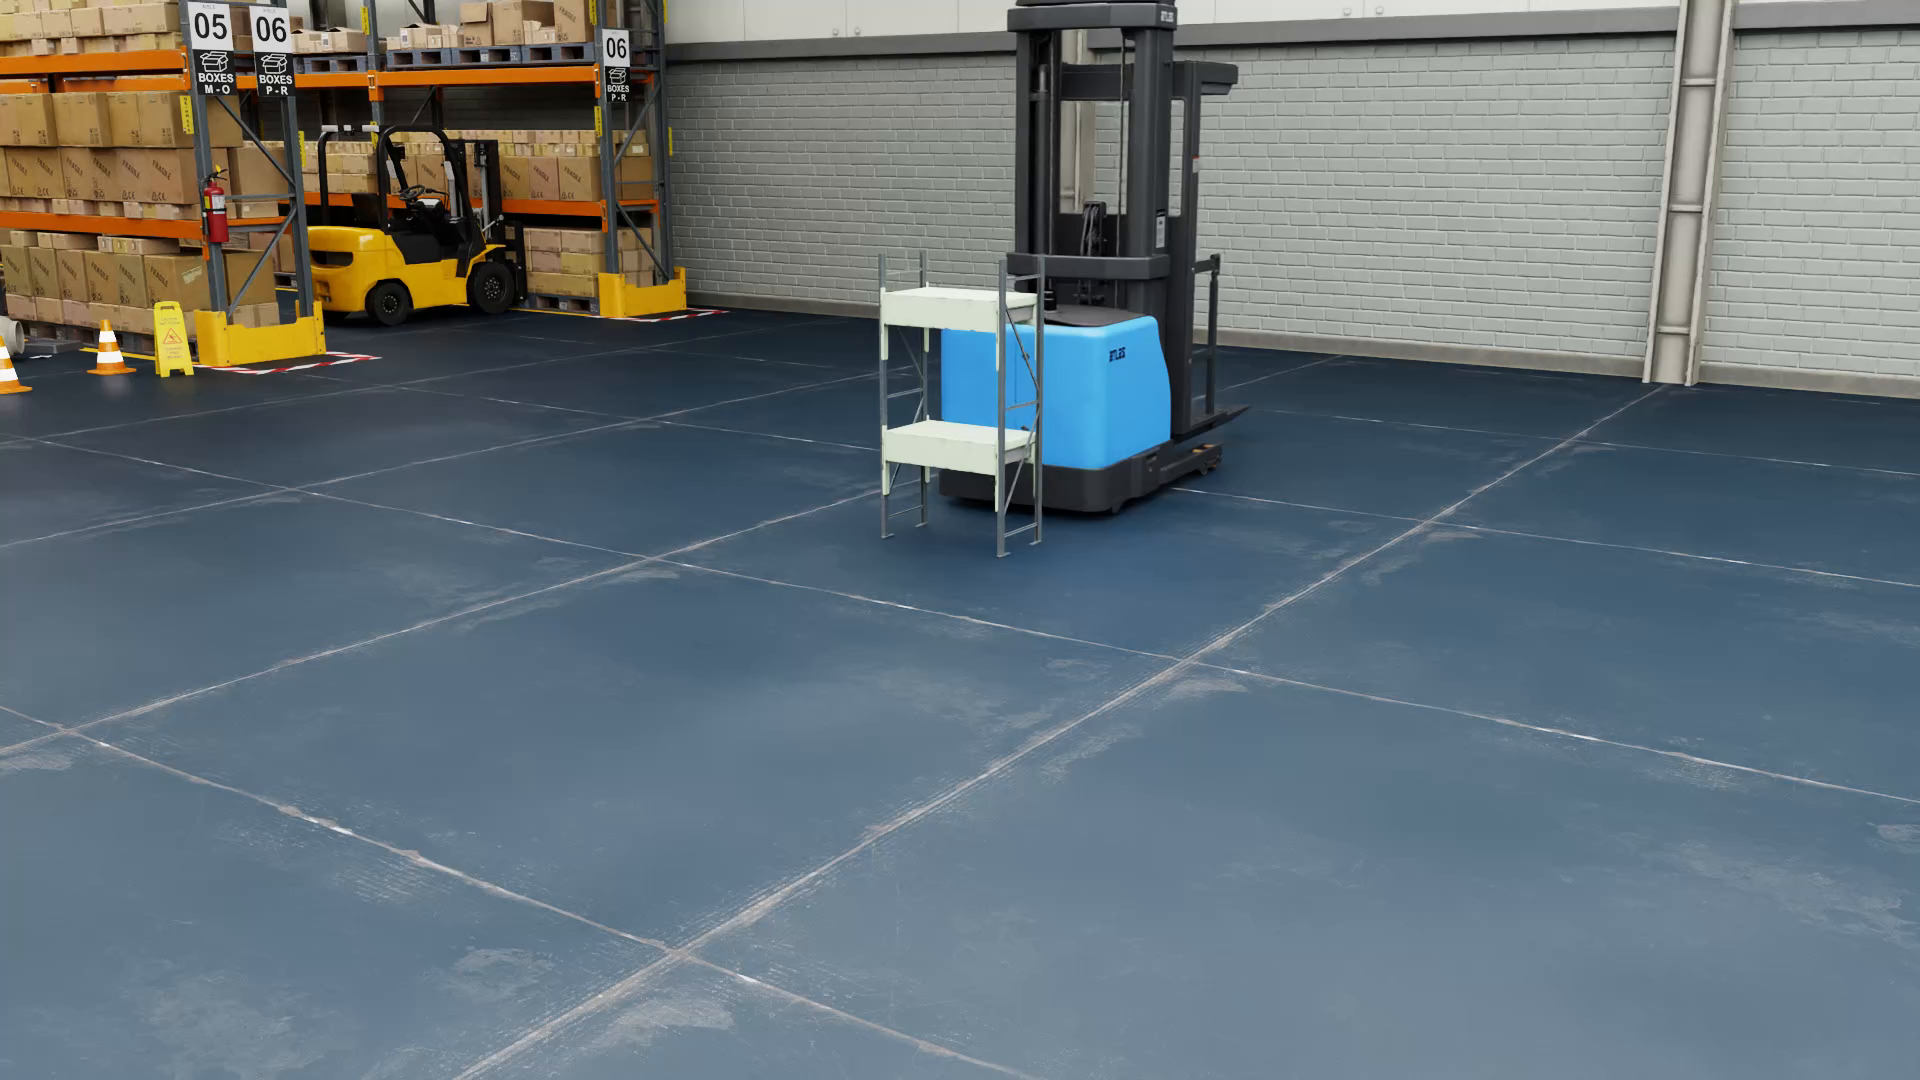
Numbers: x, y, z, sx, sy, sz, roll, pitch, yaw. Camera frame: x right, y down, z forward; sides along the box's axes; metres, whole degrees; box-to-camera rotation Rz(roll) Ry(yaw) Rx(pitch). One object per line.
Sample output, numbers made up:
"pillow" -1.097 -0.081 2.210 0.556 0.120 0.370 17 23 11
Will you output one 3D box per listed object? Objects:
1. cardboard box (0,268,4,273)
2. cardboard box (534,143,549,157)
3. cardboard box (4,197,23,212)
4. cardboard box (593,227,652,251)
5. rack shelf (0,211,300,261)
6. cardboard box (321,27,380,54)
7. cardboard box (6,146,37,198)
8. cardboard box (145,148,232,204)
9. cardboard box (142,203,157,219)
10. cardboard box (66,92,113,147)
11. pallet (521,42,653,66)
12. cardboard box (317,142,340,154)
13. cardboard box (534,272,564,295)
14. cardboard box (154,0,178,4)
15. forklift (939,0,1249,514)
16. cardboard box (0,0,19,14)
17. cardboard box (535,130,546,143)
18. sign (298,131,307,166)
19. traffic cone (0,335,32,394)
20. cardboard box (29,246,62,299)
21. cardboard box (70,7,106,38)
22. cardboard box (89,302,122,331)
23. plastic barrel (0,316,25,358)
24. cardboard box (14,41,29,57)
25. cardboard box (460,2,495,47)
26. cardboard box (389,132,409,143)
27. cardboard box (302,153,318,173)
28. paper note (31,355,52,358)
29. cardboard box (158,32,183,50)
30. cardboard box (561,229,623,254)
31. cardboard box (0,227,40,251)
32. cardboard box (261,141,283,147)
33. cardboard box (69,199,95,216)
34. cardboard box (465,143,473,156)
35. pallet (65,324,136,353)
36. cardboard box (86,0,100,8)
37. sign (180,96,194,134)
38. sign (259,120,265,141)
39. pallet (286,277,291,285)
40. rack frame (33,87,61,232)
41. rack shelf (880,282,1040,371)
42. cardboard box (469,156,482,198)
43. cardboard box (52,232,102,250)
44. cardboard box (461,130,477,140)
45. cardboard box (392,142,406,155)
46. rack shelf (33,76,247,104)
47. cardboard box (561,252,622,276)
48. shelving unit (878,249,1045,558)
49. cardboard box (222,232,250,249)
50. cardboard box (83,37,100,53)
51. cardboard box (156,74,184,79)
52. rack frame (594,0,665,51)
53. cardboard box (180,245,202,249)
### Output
"cardboard box" -10.884 -2.794 18.464 0.625 0.372 0.950 10 17 36
"cardboard box" -4.816 -4.619 19.683 0.250 0.149 0.380 9 17 32
"cardboard box" -9.528 -3.449 17.036 0.250 0.149 0.380 10 17 34
"cardboard box" -4.056 -3.611 19.935 0.500 0.250 0.500 9 16 32
"rack shelf" -8.190 -3.083 16.532 4.000 0.370 1.077 9 17 33
"cardboard box" -7.818 -6.404 21.313 0.500 0.311 0.500 9 16 31
"cardboard box" -9.210 -3.716 16.766 0.500 0.500 0.500 9 17 33
"cardboard box" -7.134 -3.375 15.387 0.500 0.500 0.500 9 16 32
"cardboard box" -7.433 -3.100 15.627 0.250 0.149 0.380 9 16 32
"cardboard box" -7.972 -3.985 15.769 0.500 0.500 0.700 9 16 32
"pallet" -4.335 -5.667 19.417 1.213 0.211 1.003 9 17 33
"cardboard box" -8.179 -5.139 21.782 0.250 0.149 0.380 9 16 31
"cardboard box" -4.736 -3.092 19.920 0.500 0.250 0.500 9 17 33
"cardboard box" -6.975 -4.872 14.882 0.250 0.149 0.380 9 17 33
"forklift" 1.025 -1.876 10.302 1.130 2.935 3.031 7 16 28
"cardboard box" -9.121 -5.208 16.238 0.250 0.149 0.380 9 17 32
"cardboard box" -4.797 -4.773 19.684 0.250 0.149 0.380 9 17 33
"sign" -6.227 -3.692 15.696 0.005 0.325 0.100 9 17 33
"traffic cone" -7.944 -1.466 13.783 0.334 0.463 0.336 9 17 33
"cardboard box" -9.059 -2.731 16.902 0.500 0.500 0.500 10 17 35
"cardboard box" -7.955 -4.843 15.595 0.500 0.250 0.500 10 17 34
"cardboard box" -8.214 -2.228 16.430 0.500 0.250 0.500 8 16 31
"plastic barrel" -9.089 -1.889 15.572 0.512 0.421 0.421 -4 14 -16
"cardboard box" -9.088 -4.845 16.433 0.250 0.149 0.380 10 17 34
"cardboard box" -5.524 -6.167 19.954 0.637 0.503 0.797 10 17 35
"cardboard box" -6.983 -5.097 20.992 0.250 0.149 0.380 10 17 34
"cardboard box" -8.484 -5.013 22.102 0.500 0.250 0.500 10 17 34
"paper note" -8.749 -1.753 15.840 0.148 0.019 0.142 3 14 14
"cardboard box" -6.982 -4.490 15.000 0.250 0.149 0.380 9 17 33
"cardboard box" -4.319 -3.508 19.521 0.500 0.250 0.500 10 17 35
"cardboard box" -15.036 -4.928 26.816 0.500 0.500 0.700 8 16 31
"cardboard box" -9.224 -5.318 22.506 0.250 0.149 0.380 10 17 34
"cardboard box" -8.486 -3.271 16.316 0.250 0.149 0.380 9 17 33
"cardboard box" -5.918 -4.781 20.338 0.250 0.149 0.380 9 16 31
"pallet" -8.256 -2.100 16.869 1.213 0.211 1.003 9 17 33
"cardboard box" -7.973 -5.063 15.656 0.250 0.149 0.380 9 16 31
"sign" -6.856 -3.772 14.749 0.005 0.325 0.100 9 17 33
"sign" -10.094 -5.900 24.006 0.005 0.325 0.100 9 17 33
"pallet" -9.740 -3.755 23.554 1.213 0.211 1.003 9 17 33
"rack frame" -13.720 -5.764 25.864 0.127 3.000 1.000 9 17 33
"rack shelf" 0.006 -1.106 8.546 0.720 0.370 0.431 9 17 33
"cardboard box" -5.592 -4.422 20.235 0.500 0.500 0.500 9 17 33
"cardboard box" -8.787 -2.983 16.568 0.250 0.149 0.380 10 17 36
"cardboard box" -5.870 -4.940 20.358 0.250 0.149 0.380 9 17 33
"cardboard box" -6.964 -4.959 21.055 0.250 0.149 0.380 9 16 32
"rack shelf" -12.061 -6.602 24.506 4.000 0.370 1.077 9 17 33
"cardboard box" -4.341 -3.269 19.594 0.500 0.250 0.500 9 16 32
"shelving unit" 0.006 -0.727 8.639 0.755 1.500 0.431 9 17 33
"cardboard box" -9.891 -4.192 23.583 0.625 0.625 0.875 10 17 35
"cardboard box" -8.029 -4.668 15.716 0.250 0.149 0.380 9 16 31
"cardboard box" -10.962 -6.631 23.437 0.500 0.250 0.500 9 16 31
"rack frame" -3.763 -7.066 18.642 0.127 3.000 1.000 9 17 33
"cardboard box" -7.913 -2.702 16.783 0.500 0.500 0.500 10 17 34
